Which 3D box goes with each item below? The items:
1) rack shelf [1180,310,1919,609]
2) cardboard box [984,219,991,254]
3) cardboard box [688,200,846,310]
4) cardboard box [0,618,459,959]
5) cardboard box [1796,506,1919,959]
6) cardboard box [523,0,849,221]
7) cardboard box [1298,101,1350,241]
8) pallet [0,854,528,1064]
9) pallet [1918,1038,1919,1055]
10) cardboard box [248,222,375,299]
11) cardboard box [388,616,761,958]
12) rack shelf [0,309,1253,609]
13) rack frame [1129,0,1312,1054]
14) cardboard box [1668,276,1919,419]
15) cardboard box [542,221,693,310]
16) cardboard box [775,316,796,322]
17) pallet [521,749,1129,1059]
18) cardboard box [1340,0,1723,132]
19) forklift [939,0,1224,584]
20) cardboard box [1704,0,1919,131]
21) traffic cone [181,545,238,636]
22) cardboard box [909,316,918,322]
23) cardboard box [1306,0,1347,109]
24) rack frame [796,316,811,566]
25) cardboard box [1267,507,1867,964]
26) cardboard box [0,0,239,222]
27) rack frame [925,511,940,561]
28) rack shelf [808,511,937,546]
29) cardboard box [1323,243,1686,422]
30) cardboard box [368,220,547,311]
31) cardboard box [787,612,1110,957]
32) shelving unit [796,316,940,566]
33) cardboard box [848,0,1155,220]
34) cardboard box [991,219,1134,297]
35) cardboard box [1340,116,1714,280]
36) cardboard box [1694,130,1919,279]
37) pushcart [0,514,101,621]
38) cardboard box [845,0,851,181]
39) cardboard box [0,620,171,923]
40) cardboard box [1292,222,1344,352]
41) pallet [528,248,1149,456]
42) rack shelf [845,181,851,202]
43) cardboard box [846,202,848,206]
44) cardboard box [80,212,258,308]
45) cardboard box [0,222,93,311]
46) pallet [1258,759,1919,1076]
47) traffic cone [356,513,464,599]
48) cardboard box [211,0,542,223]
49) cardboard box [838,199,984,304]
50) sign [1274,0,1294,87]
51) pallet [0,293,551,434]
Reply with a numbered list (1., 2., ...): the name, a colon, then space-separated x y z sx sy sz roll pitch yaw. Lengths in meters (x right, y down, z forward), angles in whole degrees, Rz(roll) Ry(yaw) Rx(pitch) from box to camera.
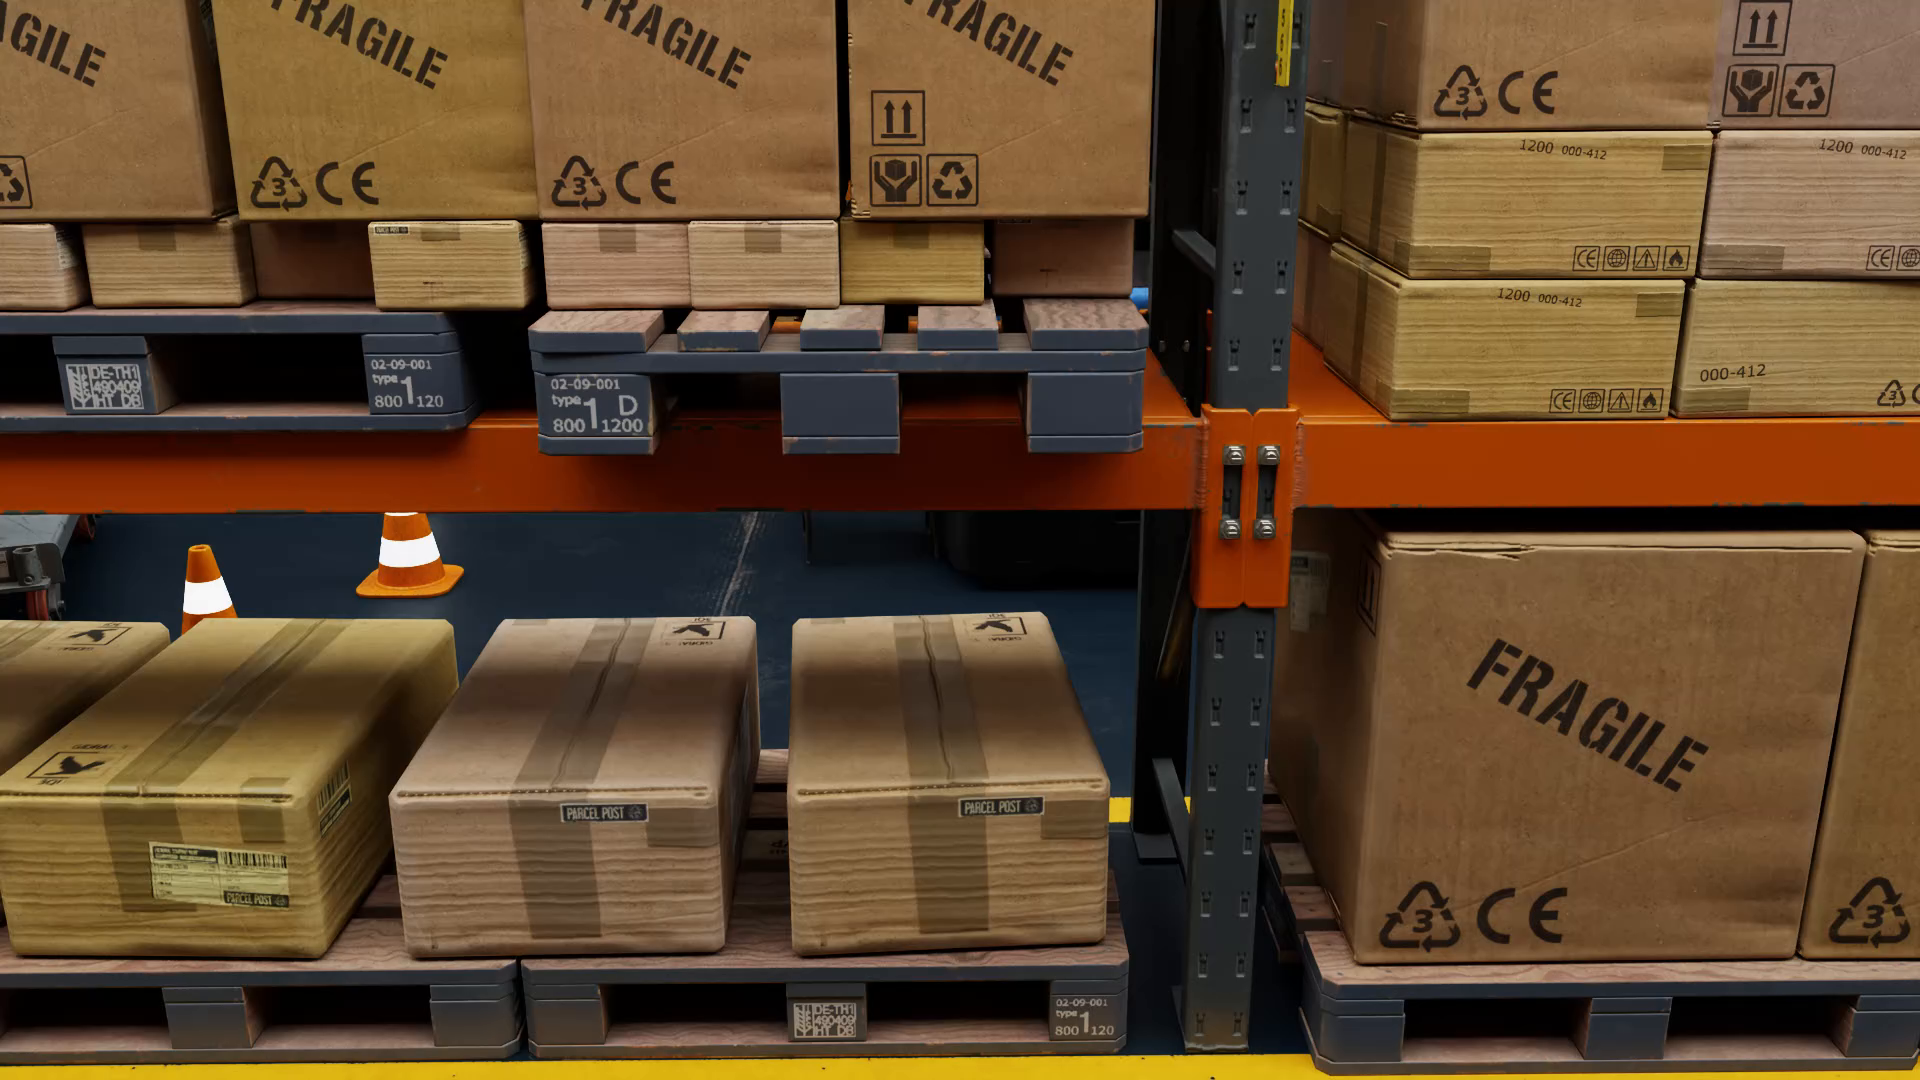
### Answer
1. rack shelf: 2.507 -0.218 3.493 4.000 0.370 1.077 0 18 -1
2. cardboard box: 0.179 -0.686 3.499 0.250 0.149 0.380 -1 18 -4
3. cardboard box: -0.335 -0.519 2.979 0.250 0.149 0.380 0 18 -1
4. cardboard box: -1.554 0.508 3.666 0.625 0.372 0.950 0 18 1
5. cardboard box: 2.091 0.280 3.554 0.875 0.875 0.875 0 18 0
6. cardboard box: -0.460 -0.847 2.938 0.500 0.500 0.500 -1 18 -2
7. cardboard box: 0.988 -0.797 3.549 0.500 0.250 0.500 0 18 -1
8. pallet: -1.491 0.786 3.753 1.213 0.211 1.003 0 18 -1
9. pallet: 2.514 0.792 3.735 1.213 0.211 1.003 0 18 -1
10. cardboard box: -1.115 -0.552 3.081 0.250 0.149 0.380 0 18 0
11. cardboard box: -0.795 0.507 3.672 0.625 0.372 0.950 -1 18 -2
12. rack shelf: -1.492 -0.198 3.433 4.000 0.370 1.077 0 18 -1
13. rack frame: 0.507 -0.550 3.353 0.127 3.000 1.000 0 18 -1
14. cardboard box: 1.514 -0.412 3.168 0.500 0.250 0.500 -1 18 -2
15. cardboard box: -0.587 -0.520 2.983 0.250 0.149 0.380 -1 18 -3
16. cardboard box: -1.156 -1.210 8.404 0.750 0.750 1.050 0 18 0
17. pallet: -0.274 0.781 3.769 1.213 0.211 1.003 0 18 -1
18. cardboard box: 1.004 -1.002 2.959 0.500 0.500 0.500 -1 18 -3
19. forklift: 1.422 -1.419 6.174 3.031 2.935 1.130 -2 18 -7
20. cardboard box: 1.500 -1.007 2.976 0.500 0.500 0.500 0 18 -1
21. traffic cone: -2.274 0.243 5.032 0.334 0.463 0.336 0 18 -1
22. cardboard box: -0.282 -1.215 8.420 0.750 0.750 1.050 -1 18 -2
23. cardboard box: 1.020 -1.157 3.442 0.500 0.500 0.500 -1 18 -2
24. rack frame: -0.593 -0.964 6.115 0.015 2.100 0.400 -2 18 -7
25. cardboard box: 1.199 0.283 3.545 0.875 0.875 0.875 0 18 -1
26. cardboard box: -1.510 -0.842 2.922 0.500 0.500 0.500 -1 18 -3
27. rack frame: -0.109 -0.983 6.174 0.015 2.100 0.400 -2 18 -7
28. rack shelf: -0.351 -0.294 6.363 0.480 0.518 0.431 -2 18 -7
29. cardboard box: 1.001 -0.405 3.144 0.500 0.250 0.500 -1 18 -2
30. cardboard box: -0.862 -0.515 2.965 0.250 0.149 0.380 0 18 0
31. cardboard box: -0.058 0.500 3.691 0.625 0.372 0.950 -1 18 -5
32. shelving unit: -0.351 -0.973 6.145 0.503 2.100 0.431 -2 18 -7
33. cardboard box: 0.057 -0.853 2.957 0.500 0.500 0.500 -1 18 -2
34. cardboard box: 0.183 -0.557 3.098 0.250 0.149 0.380 0 18 1
35. cardboard box: 1.018 -0.644 3.072 0.500 0.250 0.500 0 18 -1
36. cardboard box: 1.535 -0.646 3.079 0.500 0.250 0.500 0 18 0
37. pushcart: -3.578 0.021 5.863 0.936 0.377 1.648 -7 19 -20
38. cardboard box: -0.467 -1.004 3.427 0.500 0.500 0.500 1 18 2
39. cardboard box: -2.249 0.512 3.654 0.625 0.372 0.950 1 18 3
40. cardboard box: 1.009 -0.561 3.631 0.500 0.250 0.500 -1 18 -3
41. pallet: -0.204 -0.423 3.270 1.003 0.211 1.213 0 18 -1
42. rack shelf: -1.672 -1.710 8.144 4.000 0.370 1.077 0 18 -1
43. cardboard box: -0.873 -2.580 13.053 0.500 0.500 0.700 -2 18 -5
44. cardboard box: -1.365 -0.526 2.999 0.250 0.149 0.380 -1 18 -3
45. cardboard box: -1.631 -0.515 2.968 0.250 0.149 0.380 0 18 1
46. pallet: 1.297 0.797 3.719 1.213 0.211 1.003 0 18 -1
47. traffic cone: -2.000 -0.064 5.988 0.334 0.463 0.336 0 18 -1
48. cardboard box: -0.964 -0.844 2.930 0.500 0.500 0.500 -1 18 -5
49. cardboard box: -0.084 -0.534 3.025 0.250 0.149 0.380 0 18 0
50. sign: 0.525 -0.898 2.672 0.005 0.325 0.100 0 18 -1
51. pallet: -1.471 -0.437 3.313 1.213 0.211 1.003 0 18 -1
